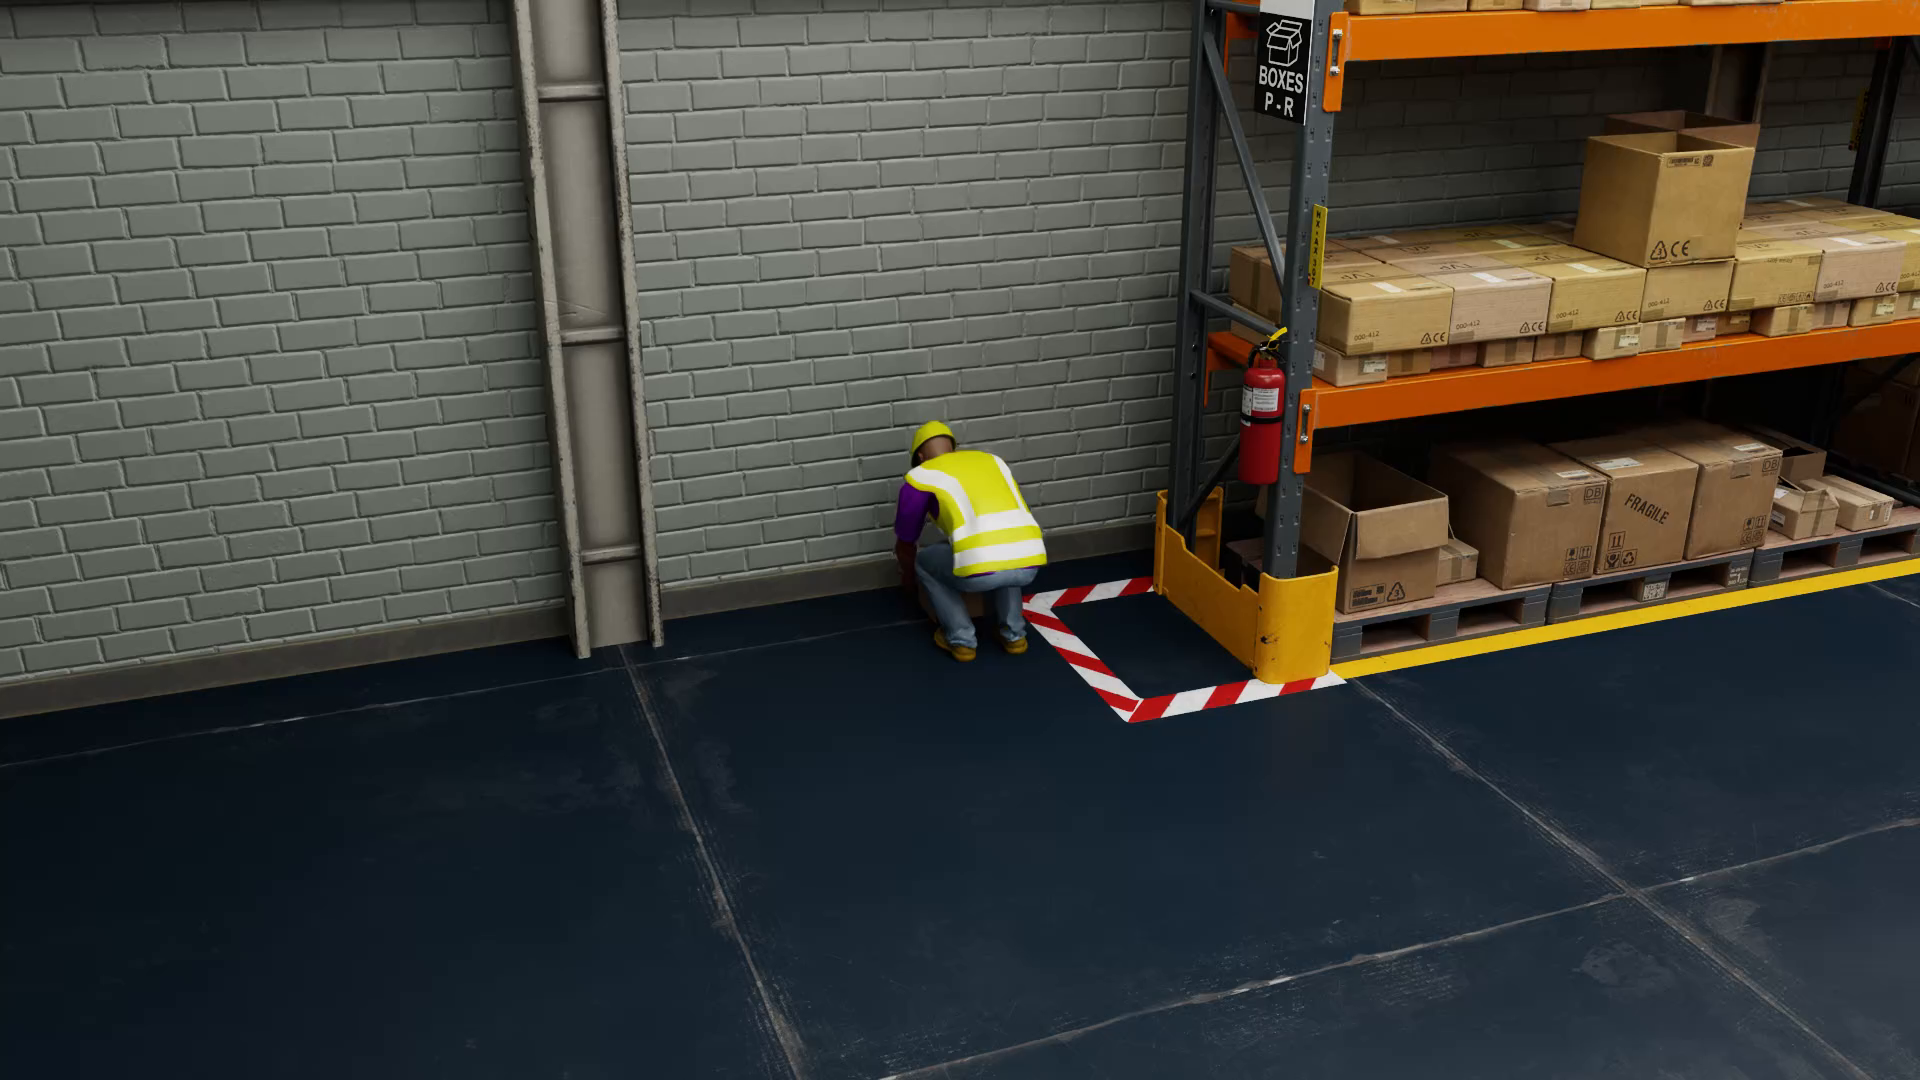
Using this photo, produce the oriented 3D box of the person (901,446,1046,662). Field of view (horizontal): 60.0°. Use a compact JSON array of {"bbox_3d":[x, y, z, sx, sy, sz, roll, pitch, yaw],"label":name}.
[{"bbox_3d":[0.018,0.095,7.684,0.541,0.887,0.934,-9,24,-20],"label":"person"}]
